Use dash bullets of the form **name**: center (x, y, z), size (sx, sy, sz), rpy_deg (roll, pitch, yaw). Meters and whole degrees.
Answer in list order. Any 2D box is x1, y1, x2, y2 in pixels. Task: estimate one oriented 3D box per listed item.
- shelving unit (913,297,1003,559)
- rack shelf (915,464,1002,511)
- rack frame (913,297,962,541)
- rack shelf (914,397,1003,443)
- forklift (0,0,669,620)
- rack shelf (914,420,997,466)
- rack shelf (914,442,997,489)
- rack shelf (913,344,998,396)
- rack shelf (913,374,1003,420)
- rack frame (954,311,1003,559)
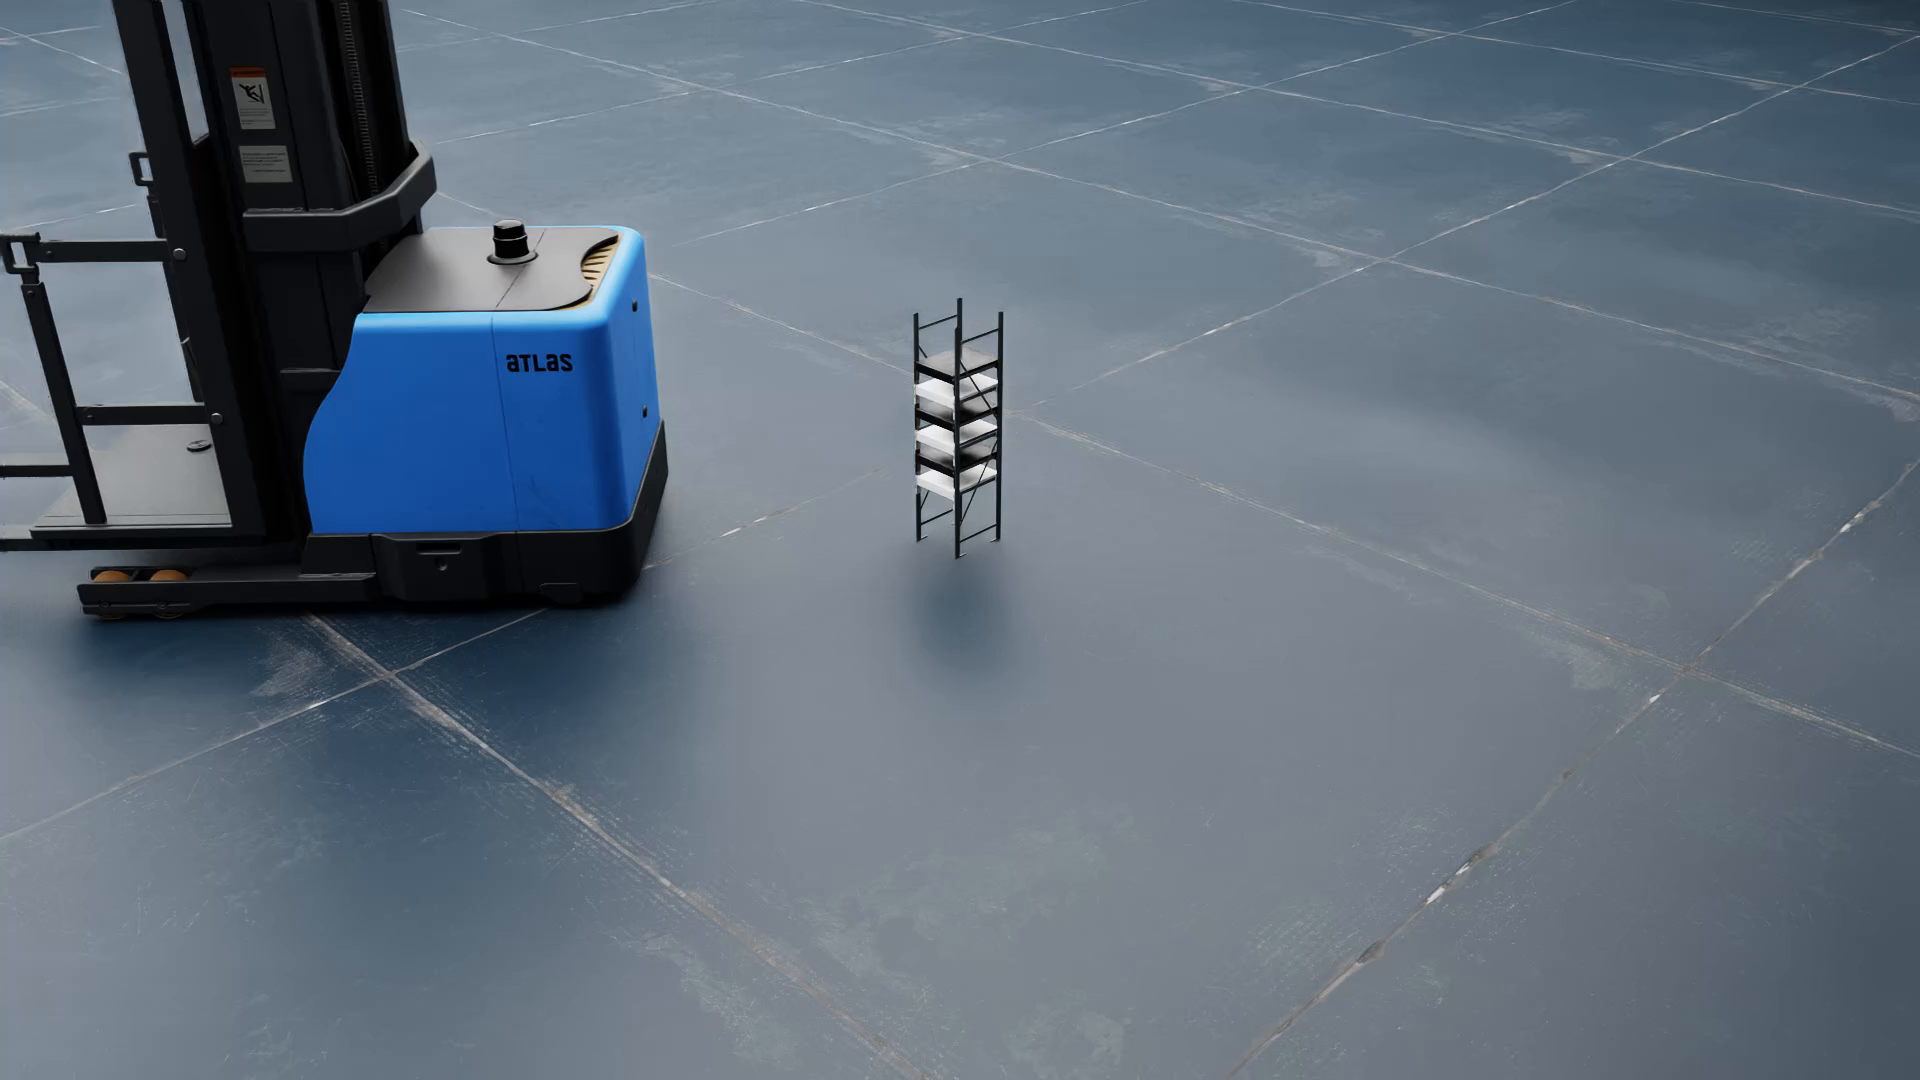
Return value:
- **shelving unit**: center (-0.006, -0.401, 6.046), size (0.210, 0.900, 0.258), rpy_deg (25, 36, 38)
- **rack shelf**: center (-0.006, -0.212, 6.145), size (0.200, 0.077, 0.258), rpy_deg (25, 36, 38)
- **rack frame**: center (-0.078, -0.434, 6.109), size (0.006, 0.900, 0.240), rpy_deg (25, 36, 38)
- **rack shelf**: center (-0.006, -0.451, 6.019), size (0.200, 0.077, 0.258), rpy_deg (25, 36, 38)
- **forklift**: center (-2.655, -1.273, 5.522), size (3.031, 2.935, 1.130), rpy_deg (-1, 28, -2)
- **rack shelf**: center (-0.006, -0.371, 6.061), size (0.200, 0.077, 0.258), rpy_deg (25, 36, 38)
- **rack shelf**: center (-0.006, -0.292, 6.103), size (0.200, 0.077, 0.258), rpy_deg (25, 36, 38)
- **rack shelf**: center (-0.006, -0.610, 5.935), size (0.200, 0.077, 0.258), rpy_deg (25, 36, 38)
- **rack shelf**: center (-0.006, -0.531, 5.977), size (0.200, 0.077, 0.258), rpy_deg (25, 36, 38)
- **rack frame**: center (0.067, -0.368, 5.983), size (0.006, 0.900, 0.240), rpy_deg (25, 36, 38)
